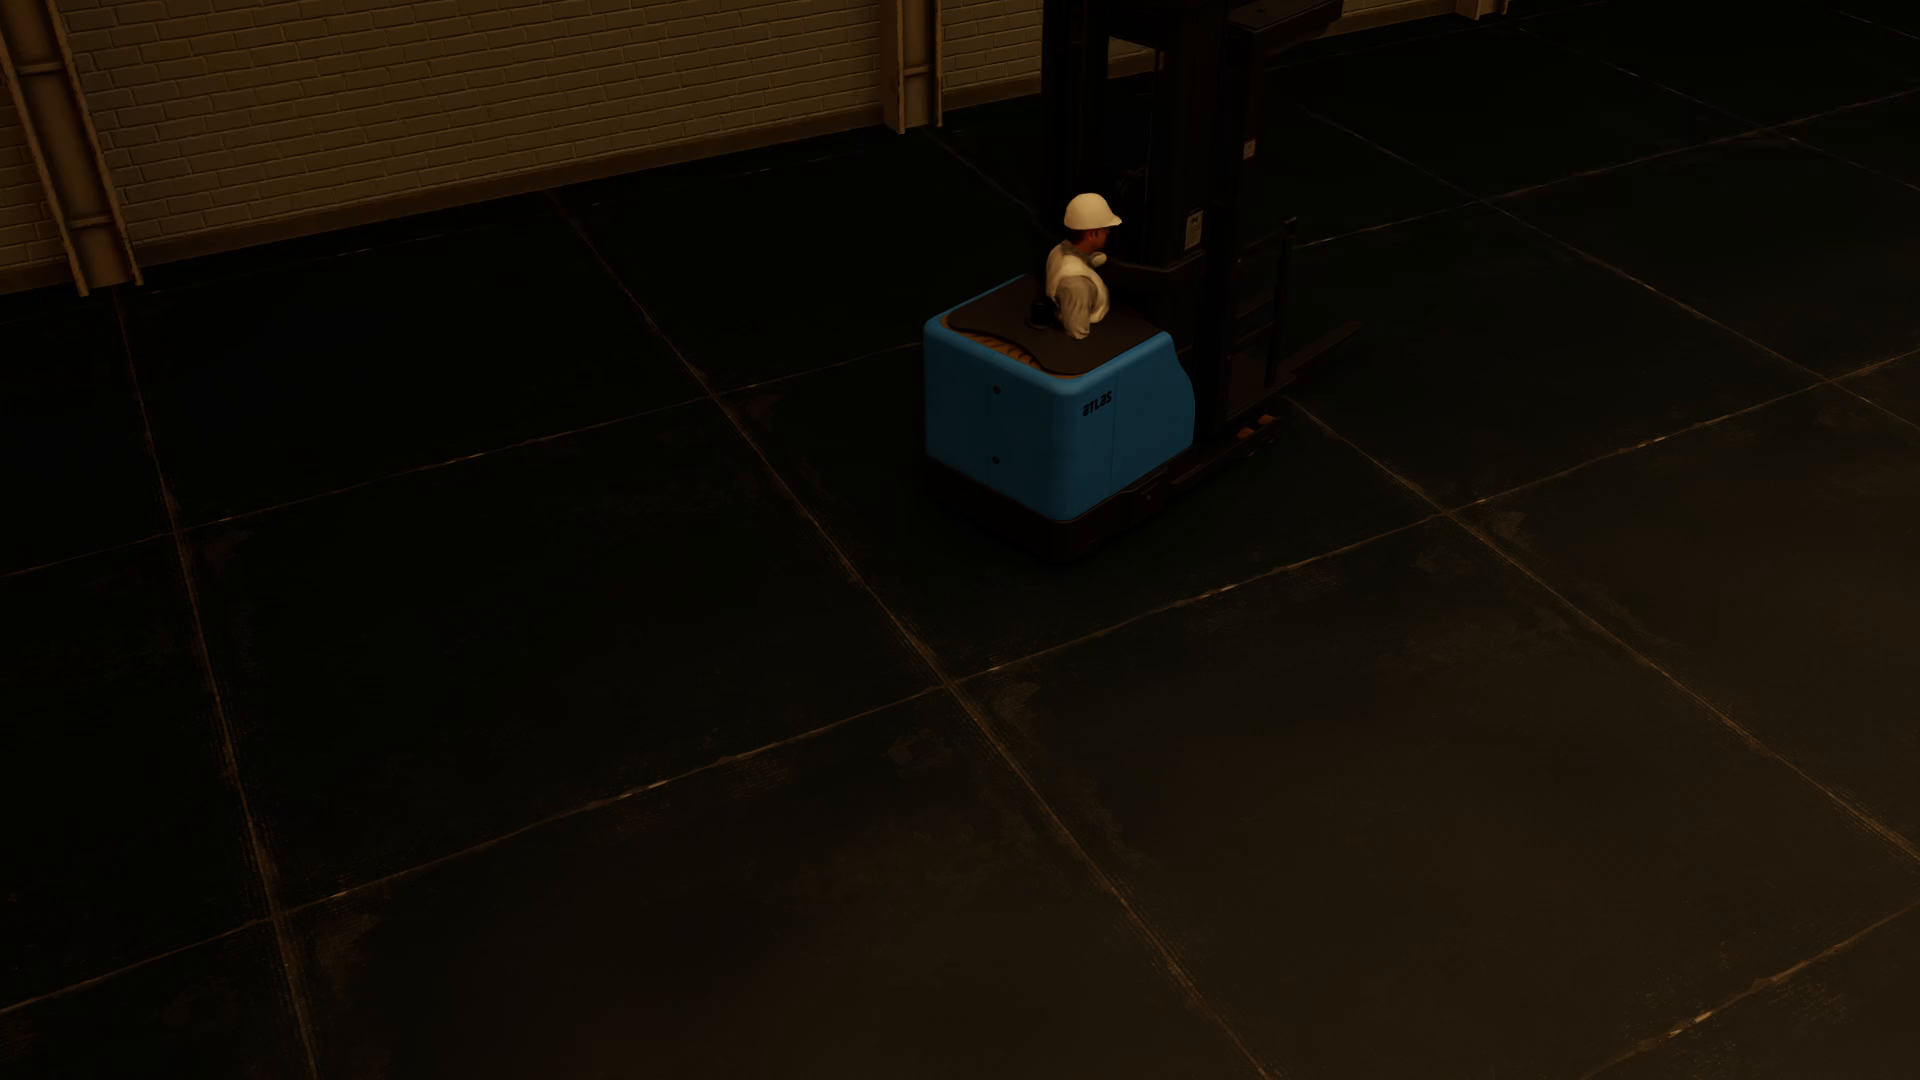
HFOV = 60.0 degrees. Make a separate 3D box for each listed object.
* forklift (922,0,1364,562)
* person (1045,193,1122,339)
[{"bbox_3d":[1.181,-1.843,8.731,1.130,2.935,3.031,29,44,34],"label":"forklift"},{"bbox_3d":[0.727,-0.981,8.584,0.617,1.703,0.796,-1,35,-1],"label":"person"}]
